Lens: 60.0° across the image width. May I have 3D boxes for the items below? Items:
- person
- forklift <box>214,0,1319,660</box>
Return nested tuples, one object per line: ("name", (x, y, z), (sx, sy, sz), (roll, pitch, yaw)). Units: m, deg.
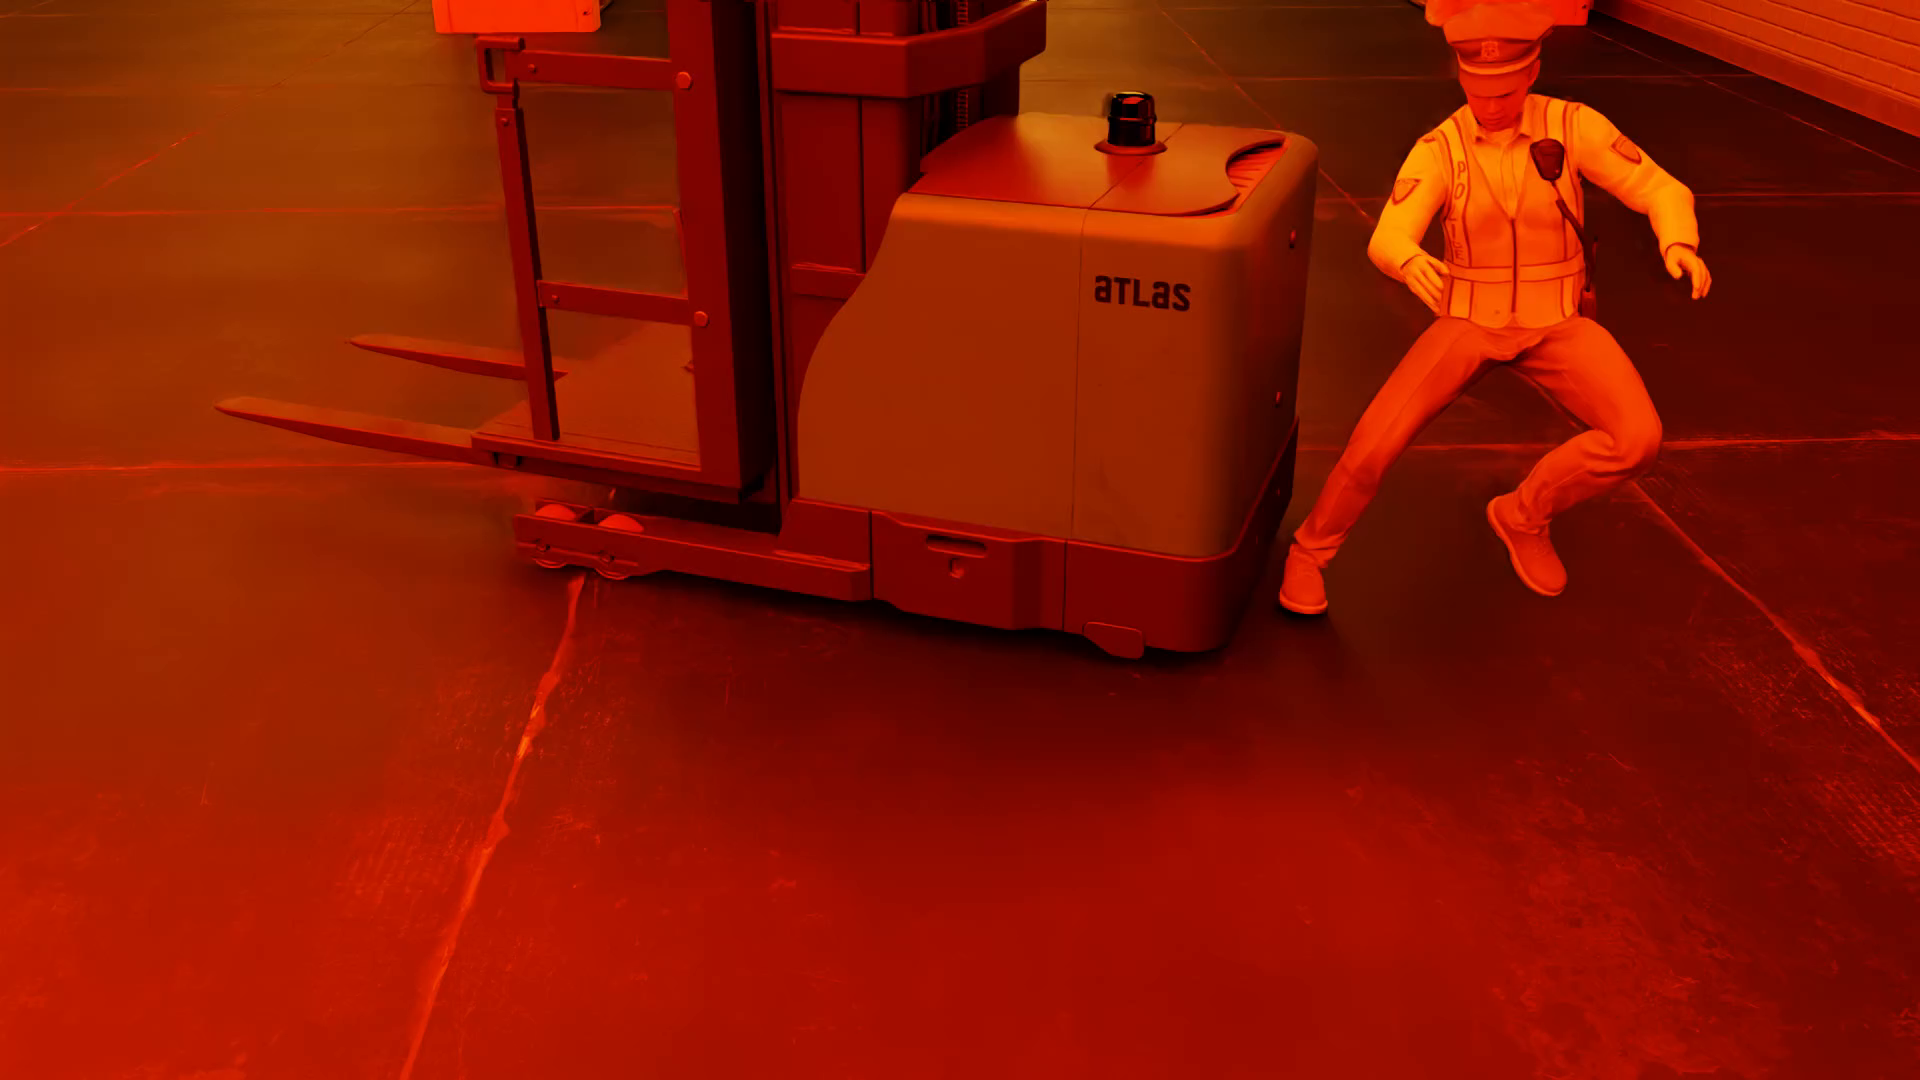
("person", (1.249, -0.486, 3.909), (0.852, 1.433, 0.742), (7, 27, 14))
("forklift", (-0.644, -1.419, 4.130), (3.031, 2.935, 1.130), (9, 27, 18))
